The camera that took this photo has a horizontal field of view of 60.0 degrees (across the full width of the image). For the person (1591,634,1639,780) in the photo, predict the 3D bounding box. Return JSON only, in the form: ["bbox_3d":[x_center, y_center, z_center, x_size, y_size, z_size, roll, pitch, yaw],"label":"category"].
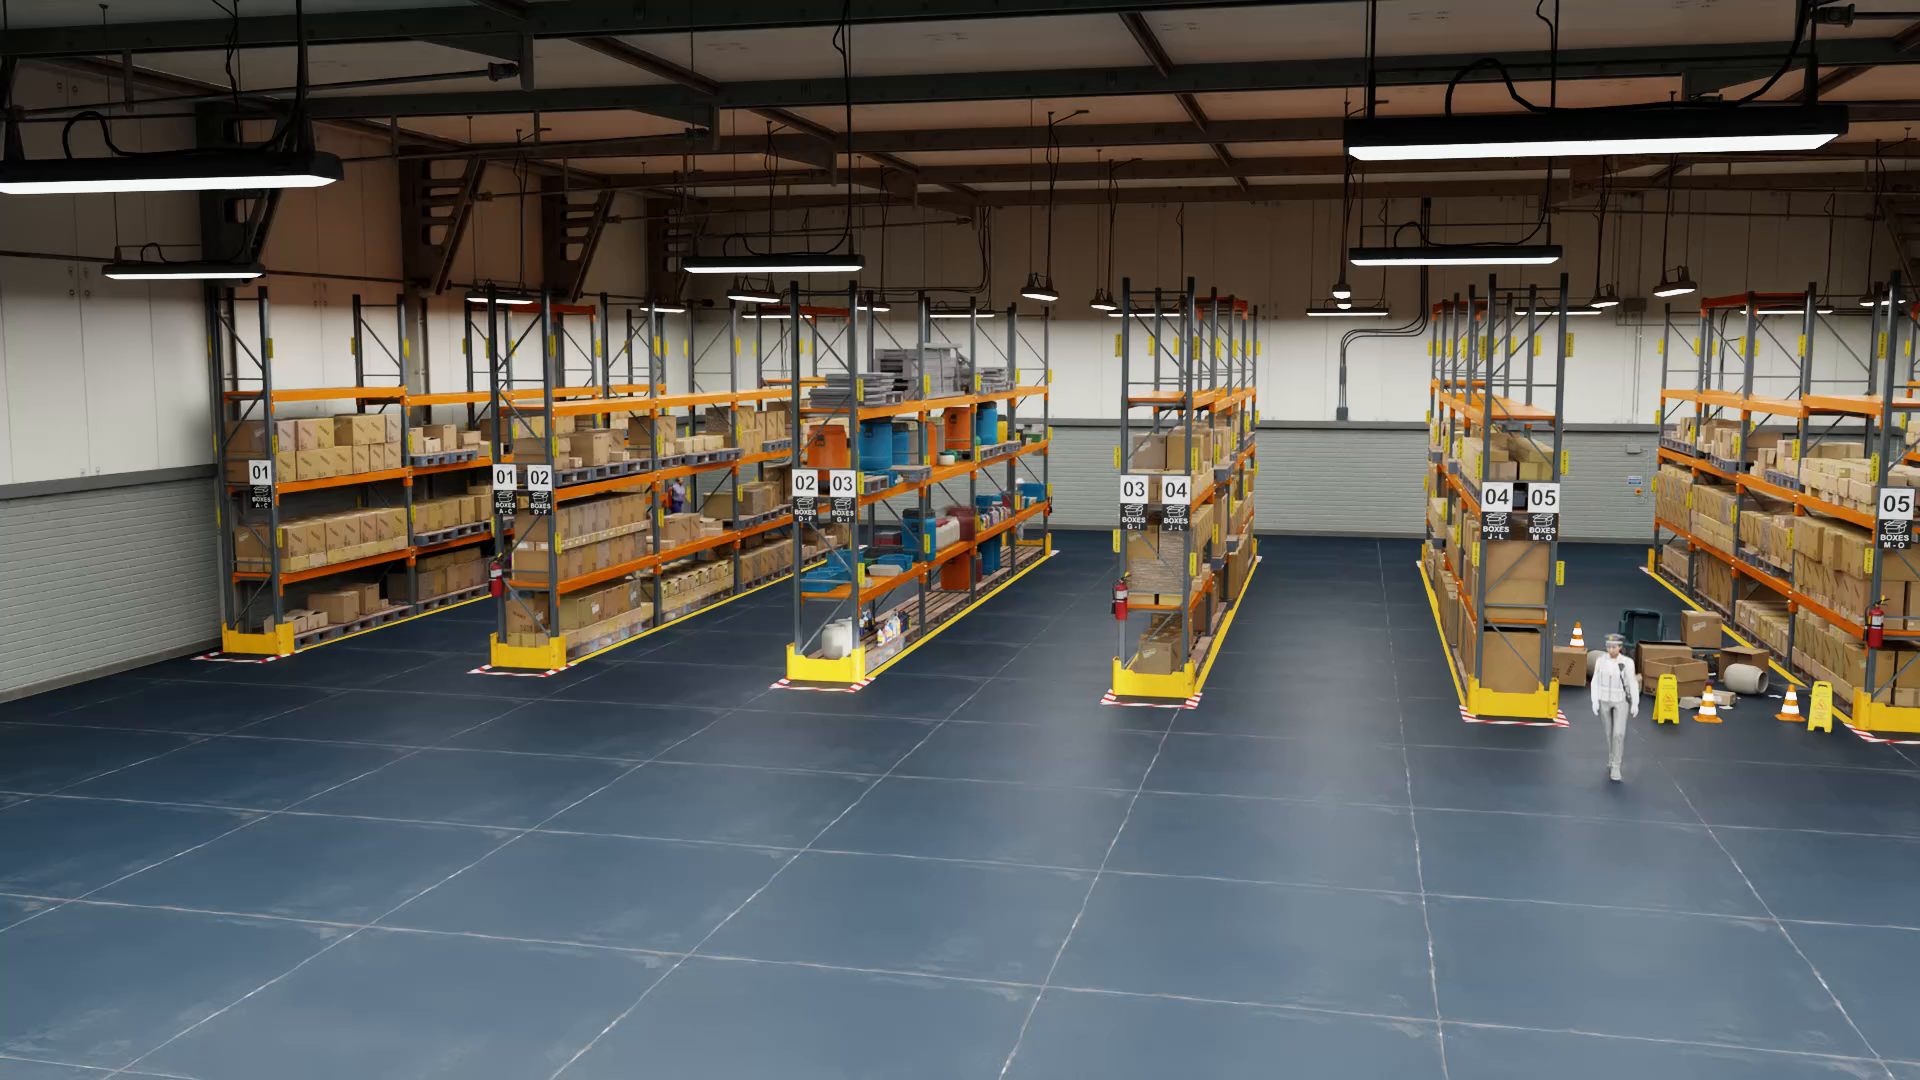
[{"bbox_3d":[7.682,1.924,19.586,0.528,1.634,0.849,6,9,41],"label":"person"}]

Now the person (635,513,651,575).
[{"bbox_3d":[-6.592,0.226,34.642,0.483,1.598,0.367,1,7,6],"label":"person"}]

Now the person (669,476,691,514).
[{"bbox_3d":[-7.538,-0.889,44.381,0.799,1.670,0.551,2,7,15],"label":"person"}]

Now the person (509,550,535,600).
[{"bbox_3d":[-7.722,0.757,29.327,0.584,1.712,0.990,0,7,2],"label":"person"}]

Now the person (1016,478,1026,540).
[{"bbox_3d":[1.502,-0.740,42.496,0.555,1.730,0.931,-5,8,-38],"label":"person"}]
